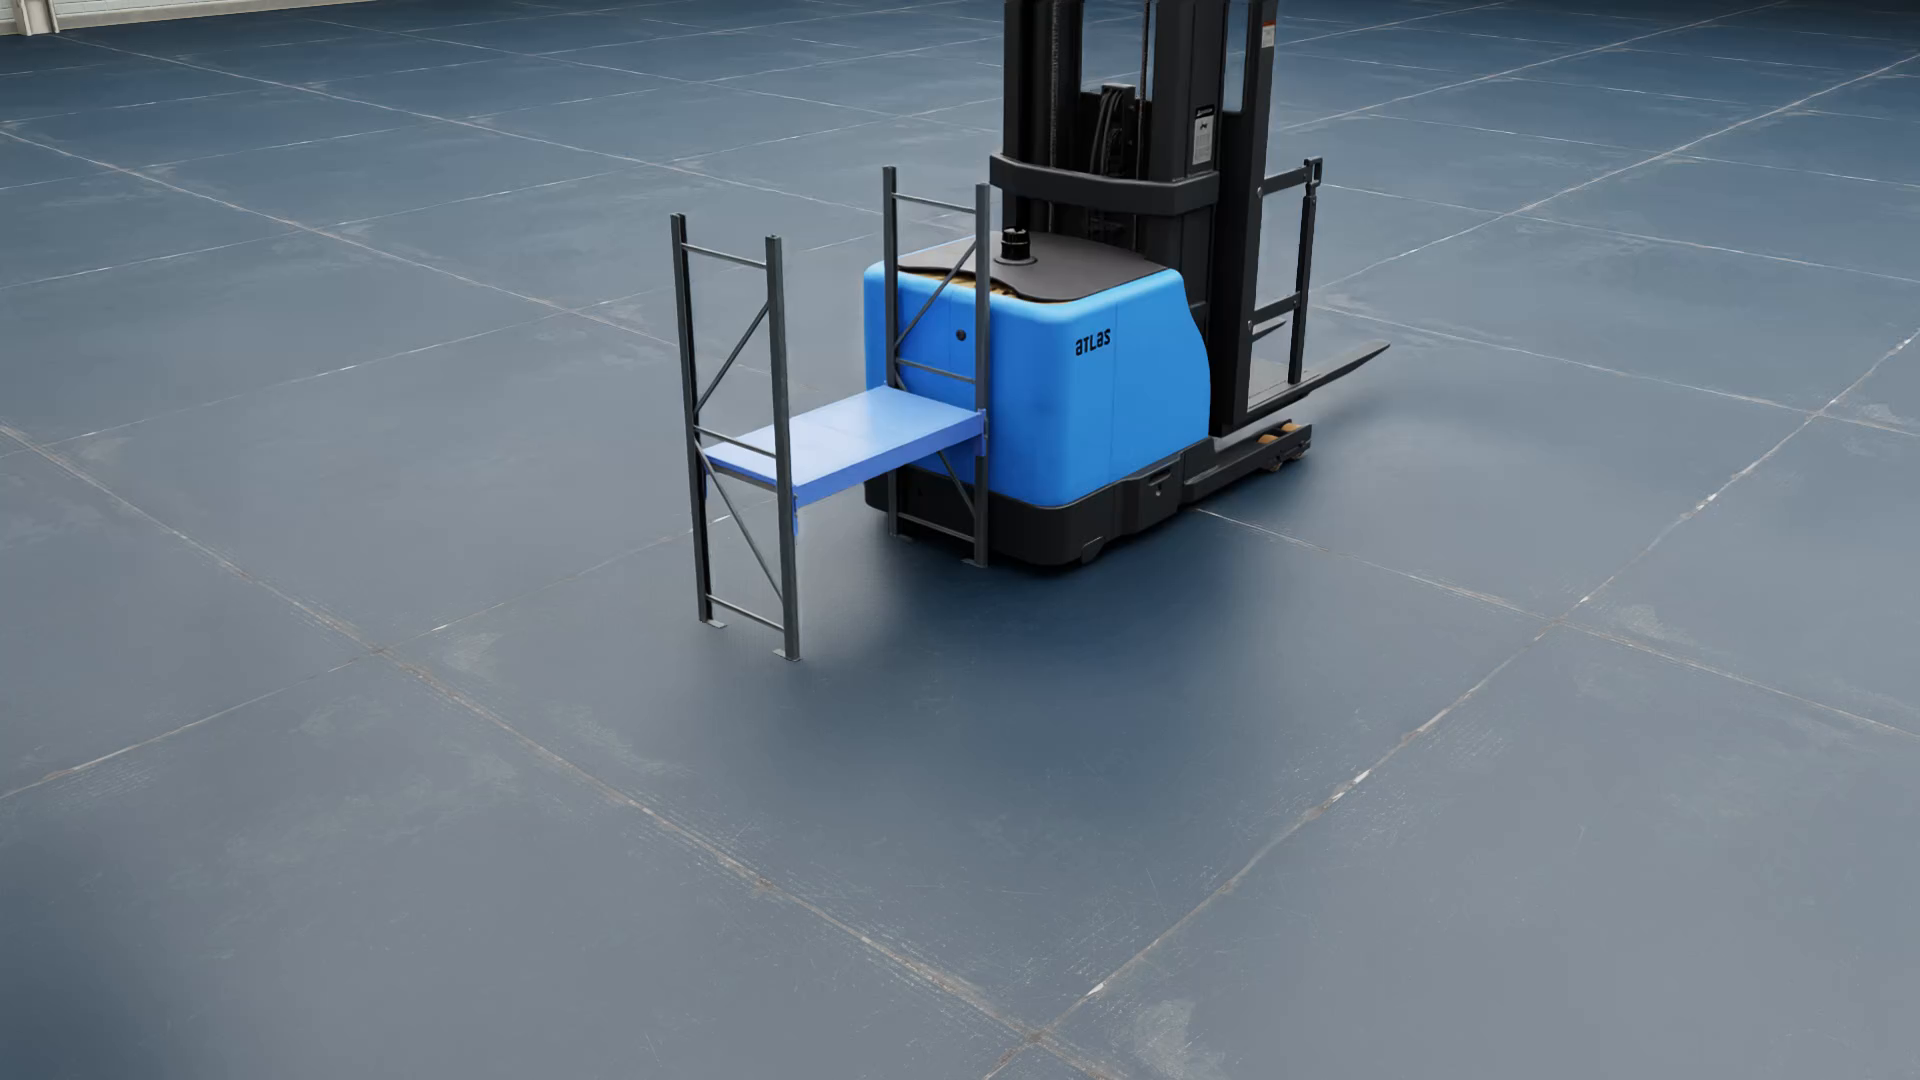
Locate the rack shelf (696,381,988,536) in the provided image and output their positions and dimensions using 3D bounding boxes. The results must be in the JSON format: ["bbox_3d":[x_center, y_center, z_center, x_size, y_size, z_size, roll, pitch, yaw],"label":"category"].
[{"bbox_3d":[-0.423,-0.319,6.069,0.538,0.185,1.000,20,31,37],"label":"rack shelf"}]

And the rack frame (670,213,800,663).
[{"bbox_3d":[-0.757,-0.327,5.645,0.500,1.500,0.032,20,31,37],"label":"rack frame"}]

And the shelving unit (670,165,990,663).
[{"bbox_3d":[-0.423,-0.484,5.995,0.538,1.500,1.048,20,31,37],"label":"shelving unit"}]

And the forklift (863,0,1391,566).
[{"bbox_3d":[0.948,-1.762,7.097,1.130,2.935,3.031,20,31,37],"label":"forklift"}]

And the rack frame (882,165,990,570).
[{"bbox_3d":[-0.090,-0.641,6.345,0.500,1.500,0.032,20,31,37],"label":"rack frame"}]

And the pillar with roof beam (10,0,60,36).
[{"bbox_3d":[-8.484,-9.365,16.638,9.100,9.000,0.400,20,31,38],"label":"pillar with roof beam"}]
